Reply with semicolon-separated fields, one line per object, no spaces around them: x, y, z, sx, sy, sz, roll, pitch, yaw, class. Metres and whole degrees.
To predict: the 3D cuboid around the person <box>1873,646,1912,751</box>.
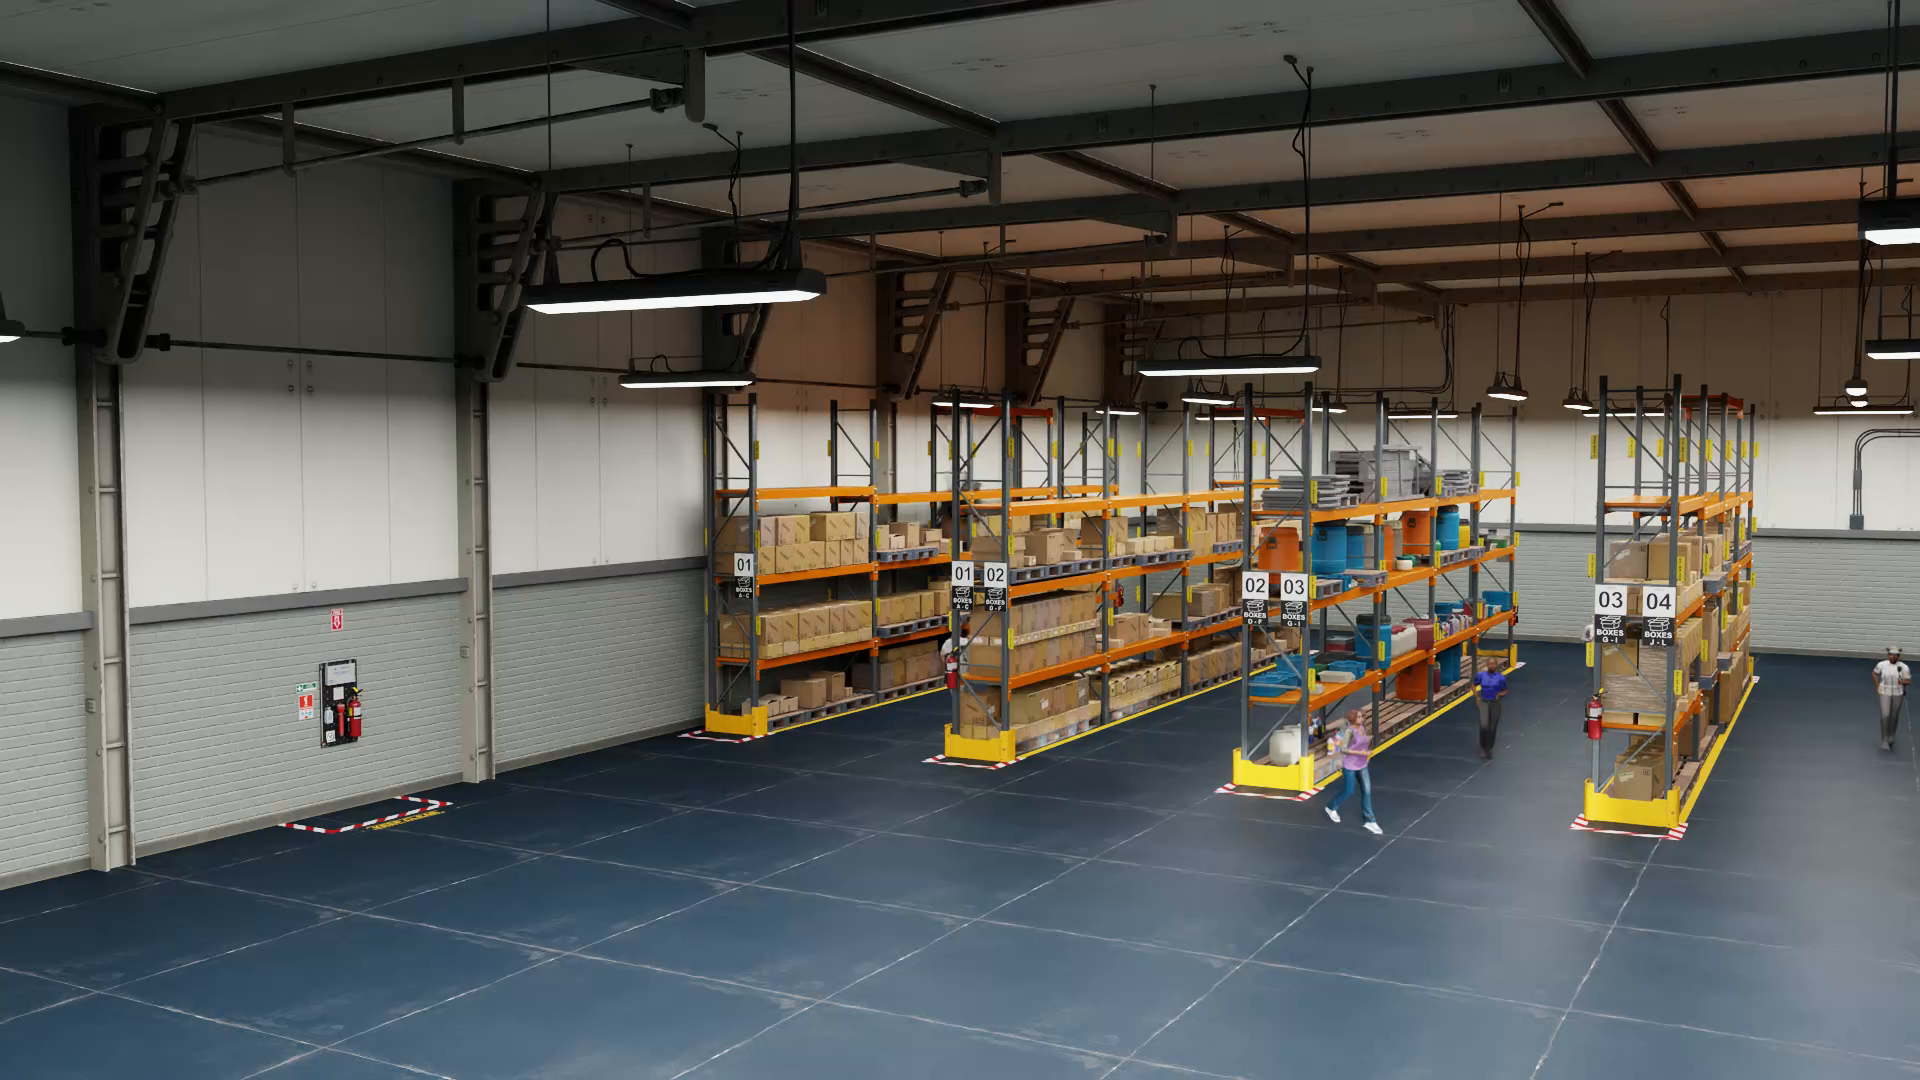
15.693;2.649;28.006;0.563;1.751;0.794;1;3;24;person

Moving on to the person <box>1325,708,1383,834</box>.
5.161;3.001;21.840;0.540;1.601;0.877;-2;4;-35;person

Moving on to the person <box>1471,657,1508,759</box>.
8.589;2.731;26.965;0.549;1.672;0.686;1;3;12;person

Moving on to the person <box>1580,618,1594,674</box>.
12.924;2.318;33.661;0.657;1.787;1.013;2;3;28;person

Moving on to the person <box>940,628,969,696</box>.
-0.047;2.457;31.210;0.707;1.734;0.632;1;3;17;person
